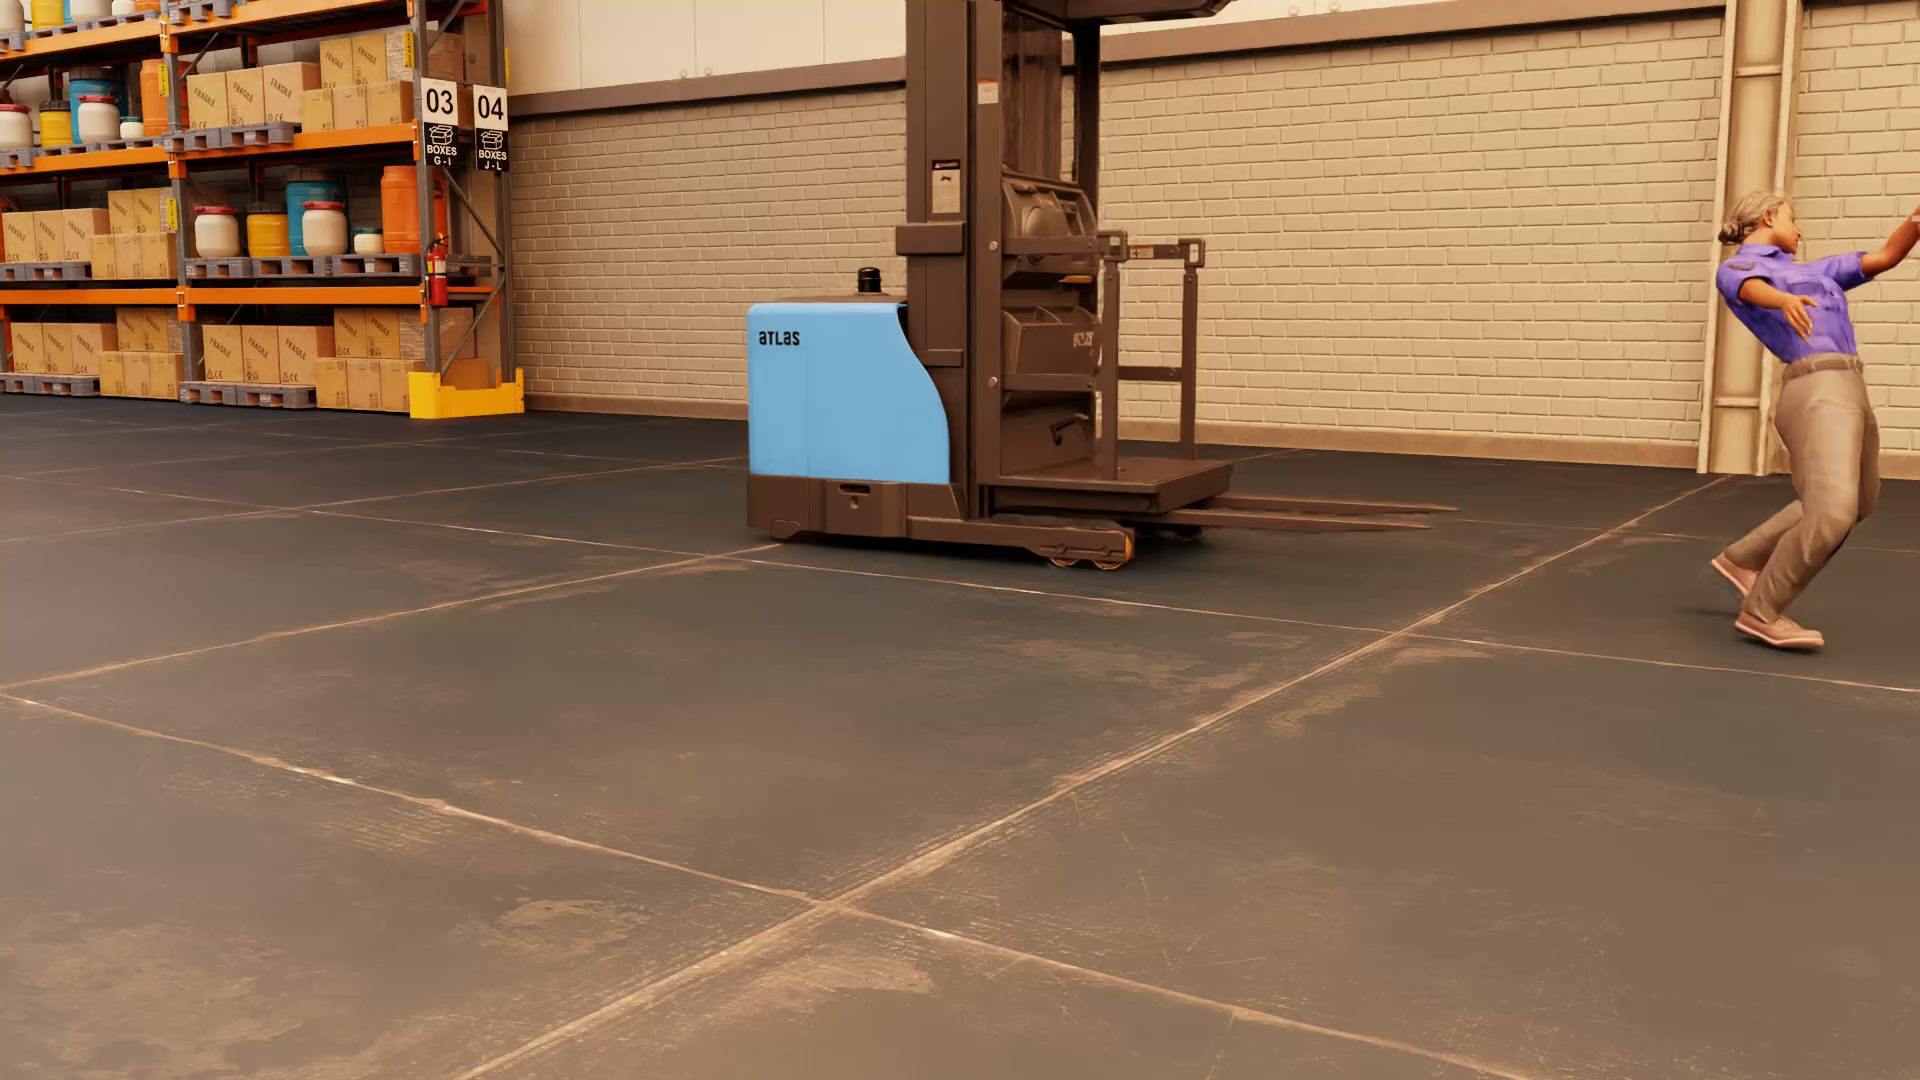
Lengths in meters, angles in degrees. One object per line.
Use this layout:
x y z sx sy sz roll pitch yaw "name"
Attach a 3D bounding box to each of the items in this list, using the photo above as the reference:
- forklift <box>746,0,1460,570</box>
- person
0.583 -1.413 7.133 3.031 2.935 1.130 4 9 26 "forklift"
2.626 -0.388 5.167 0.728 1.437 0.994 7 10 39 "person"
